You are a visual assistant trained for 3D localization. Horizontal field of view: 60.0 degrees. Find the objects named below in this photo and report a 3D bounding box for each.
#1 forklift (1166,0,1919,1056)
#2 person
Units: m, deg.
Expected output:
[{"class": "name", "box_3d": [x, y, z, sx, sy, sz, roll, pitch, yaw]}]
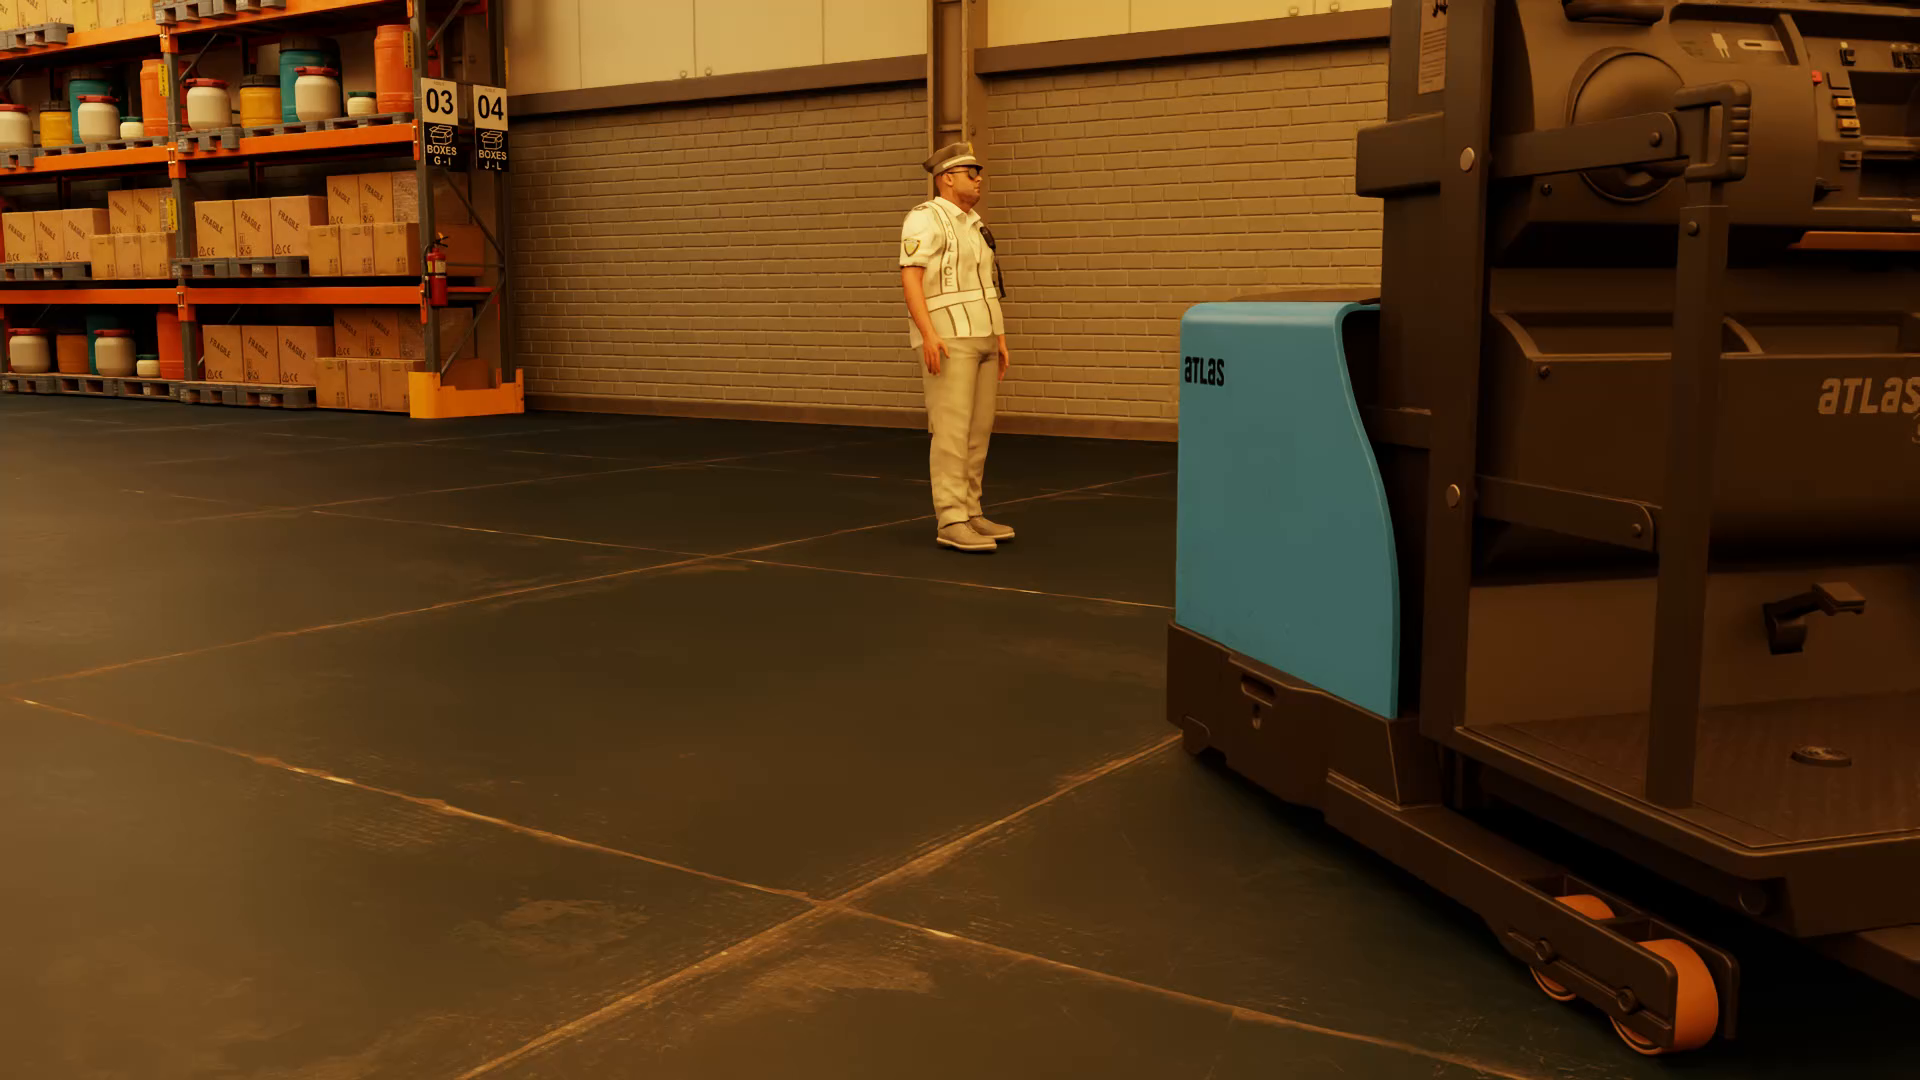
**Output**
[{"class": "forklift", "box_3d": [1.411, -0.771, 2.617, 1.130, 2.935, 3.031, -2, 8, -16]}, {"class": "person", "box_3d": [0.057, -0.882, 7.424, 0.575, 1.781, 0.640, 5, 10, 34]}]
